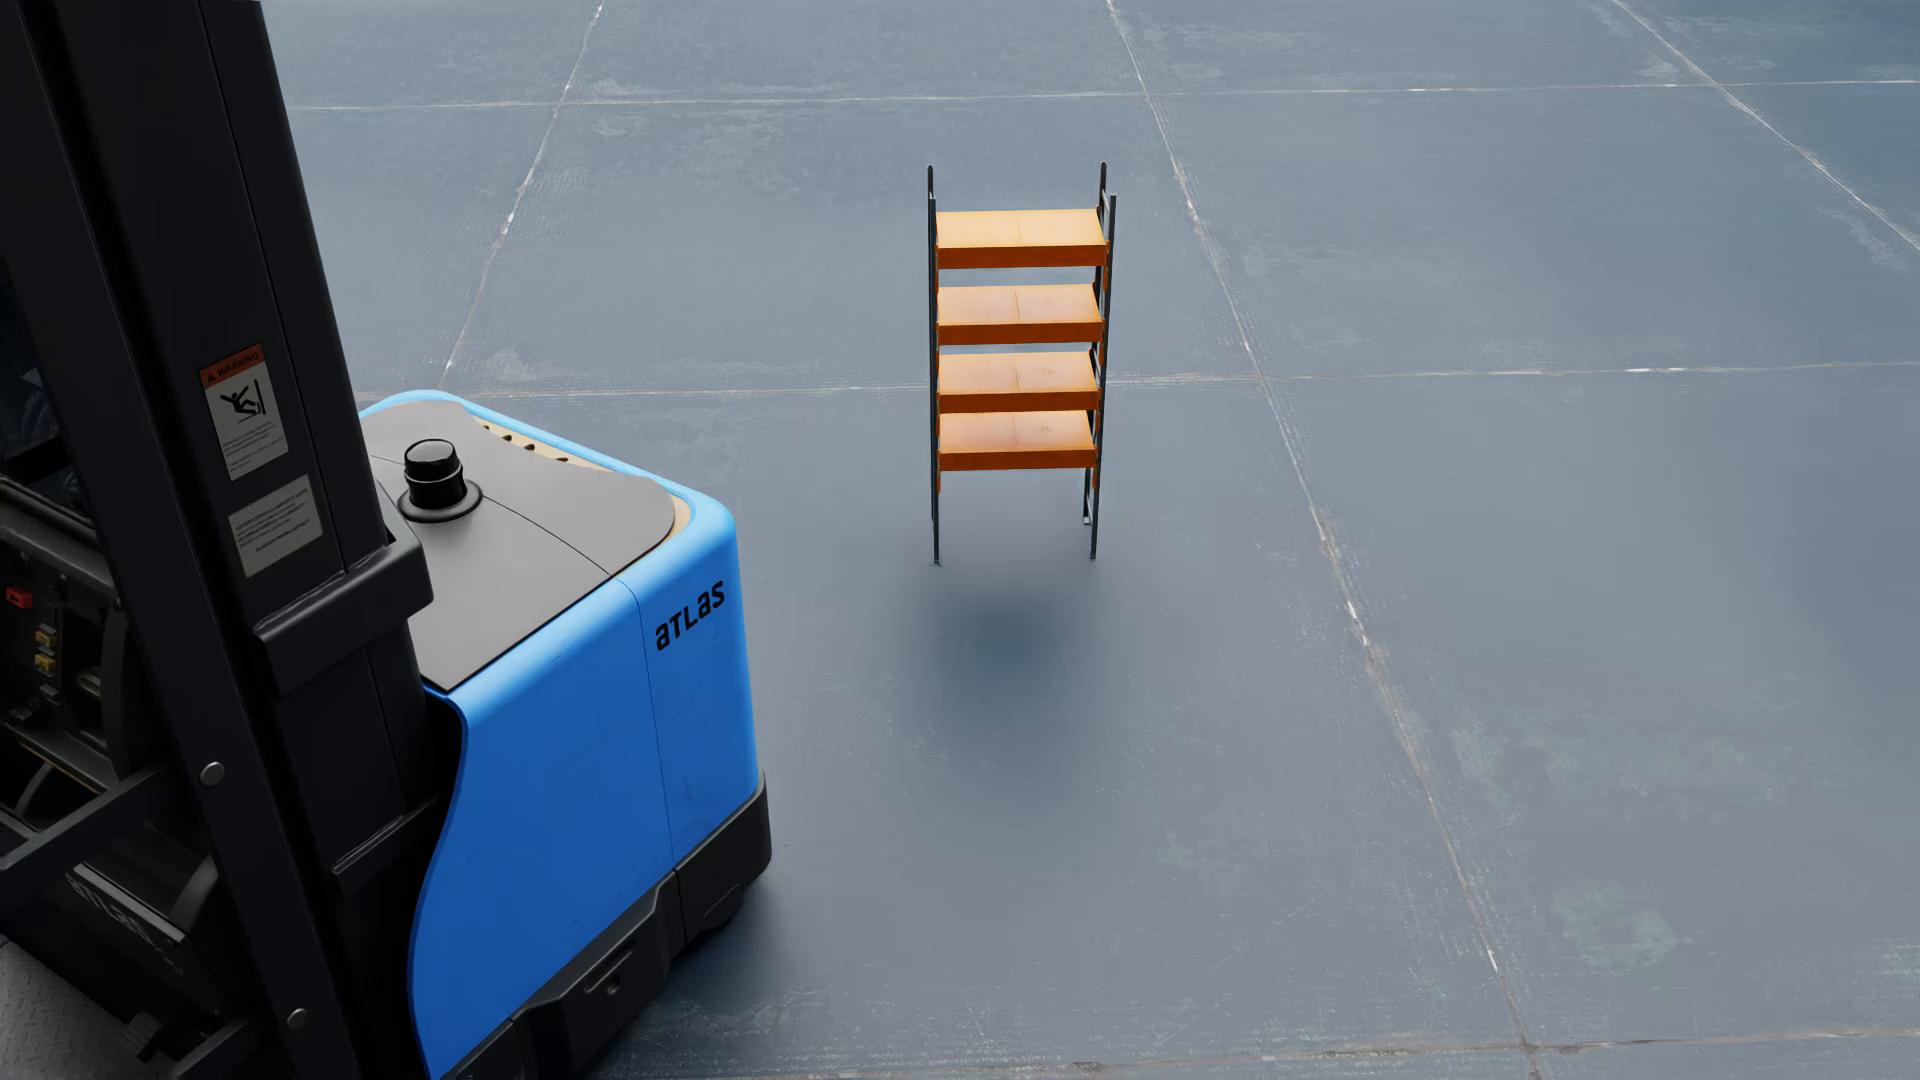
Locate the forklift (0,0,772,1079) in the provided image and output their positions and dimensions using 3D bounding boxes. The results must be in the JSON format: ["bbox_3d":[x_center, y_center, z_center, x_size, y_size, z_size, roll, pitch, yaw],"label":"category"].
[{"bbox_3d":[-1.688,0.152,2.454,1.130,2.935,3.031,21,40,27],"label":"forklift"}]

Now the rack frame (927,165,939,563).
[{"bbox_3d":[-0.078,-0.491,4.905,0.015,1.200,0.240,-2,35,-2],"label":"rack frame"}]

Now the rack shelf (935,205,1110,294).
[{"bbox_3d":[0.165,-0.821,4.691,0.480,0.148,0.258,-2,35,-2],"label":"rack shelf"}]

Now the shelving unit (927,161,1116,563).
[{"bbox_3d":[0.165,-0.498,4.915,0.503,1.200,0.258,-2,35,-2],"label":"shelving unit"}]

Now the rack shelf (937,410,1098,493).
[{"bbox_3d":[0.165,-0.279,5.066,0.480,0.148,0.258,-2,35,-2],"label":"rack shelf"}]

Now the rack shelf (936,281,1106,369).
[{"bbox_3d":[0.165,-0.626,4.826,0.480,0.148,0.258,-2,35,-2],"label":"rack shelf"}]

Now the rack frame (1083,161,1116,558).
[{"bbox_3d":[0.409,-0.504,4.924,0.015,1.200,0.240,-2,35,-2],"label":"rack frame"}]

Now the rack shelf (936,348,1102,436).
[{"bbox_3d":[0.165,-0.443,4.953,0.480,0.148,0.258,-2,35,-2],"label":"rack shelf"}]
